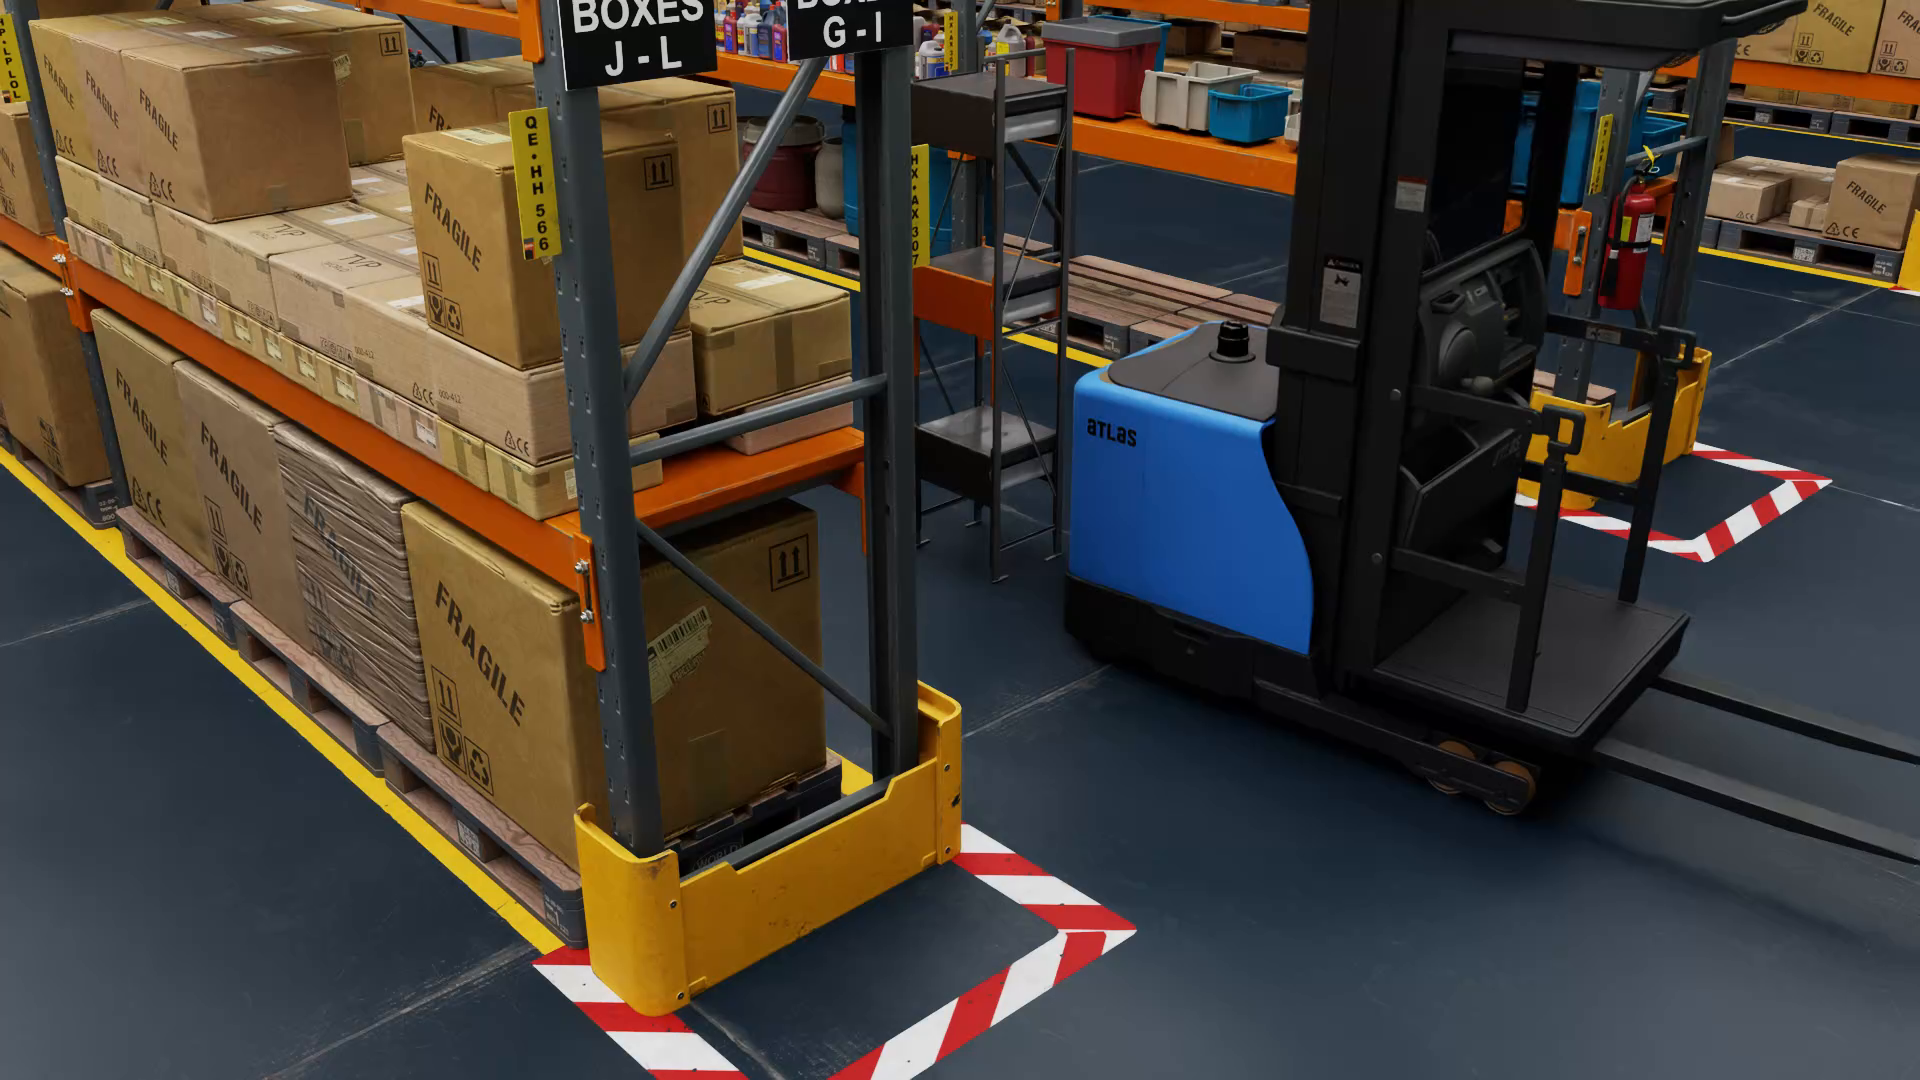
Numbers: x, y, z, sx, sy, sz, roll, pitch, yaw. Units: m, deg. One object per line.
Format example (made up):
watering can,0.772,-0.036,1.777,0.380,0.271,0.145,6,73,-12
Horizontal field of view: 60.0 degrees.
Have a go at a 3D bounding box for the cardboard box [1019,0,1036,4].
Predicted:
cardboard box,1.037,-7.546,23.081,0.250,0.149,0.380,21,32,38

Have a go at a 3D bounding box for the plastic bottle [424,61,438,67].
plastic bottle,-5.255,-4.614,16.502,0.152,0.276,0.135,-20,31,-37

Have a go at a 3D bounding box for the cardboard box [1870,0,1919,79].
cardboard box,6.199,-3.214,10.562,0.500,0.500,0.500,-20,31,-37

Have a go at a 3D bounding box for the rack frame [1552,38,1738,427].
rack frame,3.086,-1.706,7.376,1.000,3.000,0.127,-21,32,-38

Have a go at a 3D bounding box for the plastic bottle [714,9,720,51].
plastic bottle,-1.698,-3.555,11.585,0.097,0.271,0.097,0,25,0

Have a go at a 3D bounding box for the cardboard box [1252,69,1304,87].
cardboard box,2.749,-3.758,14.354,0.500,0.500,0.500,-21,32,-38

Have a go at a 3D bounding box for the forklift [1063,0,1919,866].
forklift,1.853,-0.702,5.258,3.031,2.935,1.130,19,31,35

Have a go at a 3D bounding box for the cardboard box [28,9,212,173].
cardboard box,-3.123,-1.704,6.290,0.500,0.500,0.500,-21,32,-38

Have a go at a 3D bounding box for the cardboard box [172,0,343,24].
cardboard box,-2.754,-1.858,6.628,0.500,0.500,0.500,-20,31,-37

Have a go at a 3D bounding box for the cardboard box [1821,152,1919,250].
cardboard box,6.153,-2.268,11.090,0.500,0.500,0.500,-21,32,-38

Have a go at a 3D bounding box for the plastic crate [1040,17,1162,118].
plastic crate,0.779,-2.633,9.258,0.402,0.464,0.583,-21,32,-38

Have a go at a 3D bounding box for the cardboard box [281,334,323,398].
cardboard box,-1.890,-0.589,5.230,0.380,0.149,0.250,-21,32,-38

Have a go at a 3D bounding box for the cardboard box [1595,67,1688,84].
cardboard box,7.044,-5.102,16.903,0.750,0.750,0.750,-21,32,-38

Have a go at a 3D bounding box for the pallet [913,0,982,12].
pallet,-0.037,-7.817,24.130,1.003,0.211,1.213,-21,32,-38

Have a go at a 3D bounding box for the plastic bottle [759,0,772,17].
plastic bottle,-1.438,-3.901,12.342,0.097,0.271,0.097,0,25,0

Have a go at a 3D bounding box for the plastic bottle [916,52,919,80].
plastic bottle,-0.253,-2.883,10.195,0.097,0.201,0.097,0,25,0

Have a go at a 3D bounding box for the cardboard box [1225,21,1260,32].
cardboard box,3.692,-6.538,20.450,0.700,0.500,0.500,-21,32,-39

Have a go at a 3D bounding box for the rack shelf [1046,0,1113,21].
rack shelf,-0.131,-5.813,17.245,1.077,0.370,4.000,-21,32,-38

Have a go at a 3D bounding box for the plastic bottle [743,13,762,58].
plastic bottle,-1.374,-3.431,11.306,0.152,0.276,0.135,-21,32,-38

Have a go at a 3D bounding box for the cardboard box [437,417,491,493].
cardboard box,-1.192,-0.280,4.552,0.380,0.149,0.250,-21,32,-38

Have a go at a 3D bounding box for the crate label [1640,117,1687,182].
crate label,3.157,-1.826,7.767,0.416,0.233,0.303,-21,32,-38

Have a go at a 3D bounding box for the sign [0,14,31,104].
sign,-3.653,-1.847,6.385,0.100,0.325,0.005,-21,32,-38

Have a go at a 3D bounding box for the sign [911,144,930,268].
sign,-0.120,-0.887,4.441,0.100,0.325,0.005,-21,32,-38

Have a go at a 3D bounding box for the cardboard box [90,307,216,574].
cardboard box,-2.871,-0.515,6.819,0.875,0.875,0.875,-21,32,-38

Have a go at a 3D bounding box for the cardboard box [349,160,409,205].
cardboard box,-2.066,-1.210,6.111,0.500,0.250,0.500,-20,32,-37

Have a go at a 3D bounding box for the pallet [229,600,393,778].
pallet,-1.963,0.378,6.168,1.003,0.211,1.213,-21,32,-38

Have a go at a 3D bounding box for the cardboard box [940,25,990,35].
cardboard box,-0.005,-5.128,17.007,0.500,0.311,0.500,-21,32,-39

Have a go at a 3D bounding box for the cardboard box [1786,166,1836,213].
cardboard box,6.198,-2.456,11.803,0.500,0.250,0.500,-21,32,-38

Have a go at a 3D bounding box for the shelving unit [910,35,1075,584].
shelving unit,0.113,-0.905,6.704,0.431,2.100,0.503,-21,32,-38

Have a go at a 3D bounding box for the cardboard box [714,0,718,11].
cardboard box,-2.652,-6.411,19.592,0.500,0.500,0.500,-21,32,-38

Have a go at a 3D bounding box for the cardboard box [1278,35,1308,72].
cardboard box,3.134,-4.245,14.519,0.500,0.250,0.500,-21,32,-38

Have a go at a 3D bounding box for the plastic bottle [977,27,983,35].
plastic bottle,0.063,-3.221,10.846,0.152,0.276,0.135,-21,32,-38

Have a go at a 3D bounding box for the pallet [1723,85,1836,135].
pallet,8.046,-4.207,16.219,1.003,0.211,1.213,-21,32,-38

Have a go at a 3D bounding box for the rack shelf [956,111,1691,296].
rack shelf,1.719,-1.985,8.854,1.077,0.370,4.000,-21,32,-38

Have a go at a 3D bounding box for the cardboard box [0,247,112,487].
cardboard box,-3.716,-0.926,7.719,1.225,0.875,0.875,-21,32,-38

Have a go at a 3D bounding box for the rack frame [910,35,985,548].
rack frame,-0.054,-0.979,6.866,0.400,2.100,0.015,-21,32,-38

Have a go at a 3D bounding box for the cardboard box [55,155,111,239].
cardboard box,-3.134,-1.364,6.447,0.500,0.250,0.500,-22,32,-39

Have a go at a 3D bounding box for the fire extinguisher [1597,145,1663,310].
fire extinguisher,2.857,-1.327,7.087,0.296,0.674,0.183,-21,32,-38

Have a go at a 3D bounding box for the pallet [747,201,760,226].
pallet,-1.813,-2.634,12.770,1.003,0.211,1.213,-21,32,-38

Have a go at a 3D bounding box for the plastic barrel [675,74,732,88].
plastic barrel,-2.035,-3.190,12.738,0.600,0.830,0.708,-21,32,-38

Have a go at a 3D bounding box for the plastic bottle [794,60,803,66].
plastic bottle,-0.998,-3.264,10.940,0.152,0.276,0.135,-21,32,-38

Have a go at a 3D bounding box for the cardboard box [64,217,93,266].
cardboard box,-3.304,-1.215,6.602,0.380,0.149,0.250,-21,32,-38

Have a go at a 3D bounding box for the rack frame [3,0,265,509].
rack frame,-3.264,-1.513,6.953,1.000,3.000,0.127,-21,32,-38

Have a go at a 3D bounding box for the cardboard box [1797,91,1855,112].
cardboard box,8.361,-4.374,15.729,0.700,0.500,0.500,-22,32,-39

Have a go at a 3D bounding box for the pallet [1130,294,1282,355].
pallet,1.721,-1.068,9.337,1.003,0.211,1.213,-21,32,-38

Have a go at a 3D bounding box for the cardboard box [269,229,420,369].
cardboard box,-1.749,-0.748,5.098,0.500,0.250,0.500,22,33,40

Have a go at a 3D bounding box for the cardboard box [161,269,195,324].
cardboard box,-2.588,-0.899,5.909,0.380,0.149,0.250,-22,32,-39

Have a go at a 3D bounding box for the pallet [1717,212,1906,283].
pallet,6.107,-2.106,11.612,1.003,0.211,1.213,-21,32,-38

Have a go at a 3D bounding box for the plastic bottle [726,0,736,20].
plastic bottle,-1.729,-3.998,12.639,0.097,0.201,0.097,0,25,0

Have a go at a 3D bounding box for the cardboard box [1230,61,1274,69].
cardboard box,2.763,-4.066,15.031,0.500,0.500,0.500,22,33,40

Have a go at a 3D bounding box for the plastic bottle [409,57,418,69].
plastic bottle,-5.470,-4.658,16.509,0.144,0.351,0.185,-21,32,-38

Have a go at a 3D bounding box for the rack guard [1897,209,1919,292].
rack guard,6.652,-1.996,11.023,1.175,0.500,0.348,-21,32,-38

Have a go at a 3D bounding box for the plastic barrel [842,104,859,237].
plastic barrel,-0.492,-2.539,11.223,0.600,0.901,0.708,-21,32,-38

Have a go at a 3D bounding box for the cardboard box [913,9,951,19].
cardboard box,-0.312,-5.592,18.025,0.500,0.311,0.500,-21,32,-39
